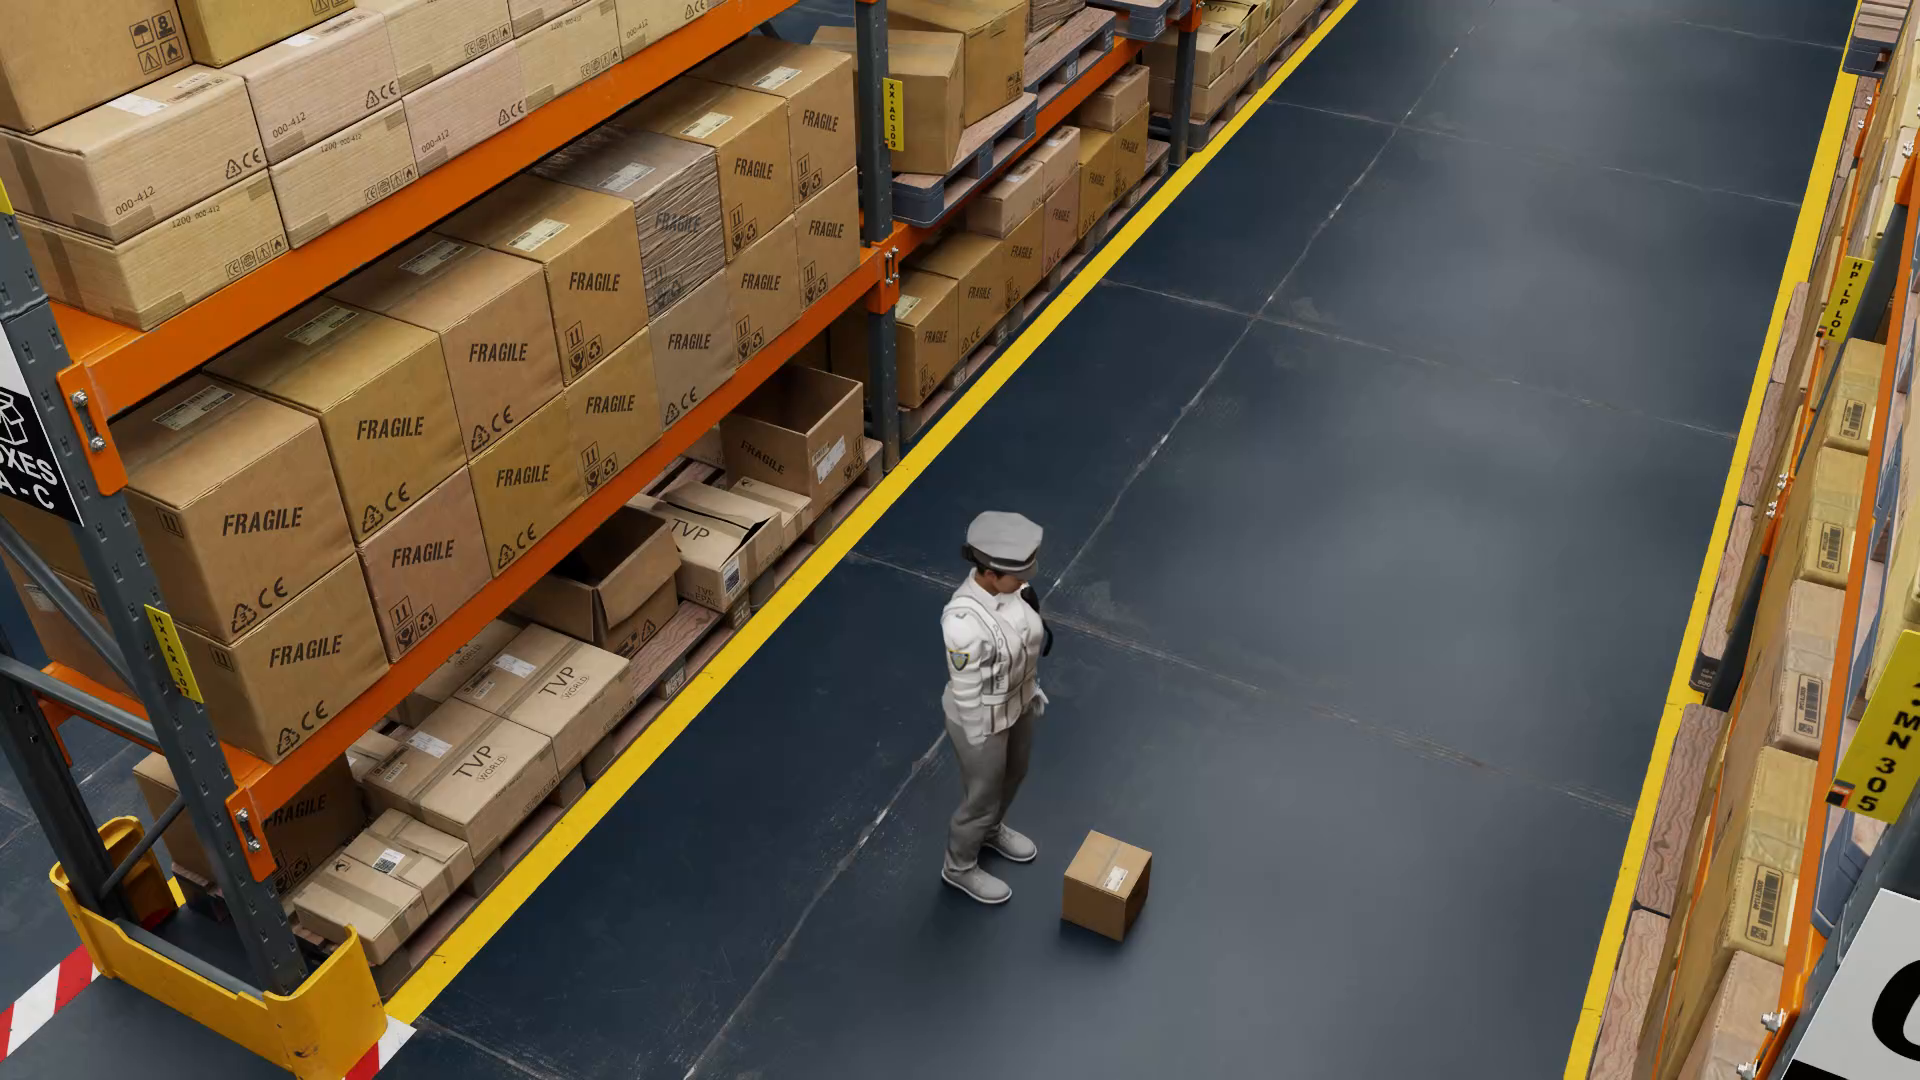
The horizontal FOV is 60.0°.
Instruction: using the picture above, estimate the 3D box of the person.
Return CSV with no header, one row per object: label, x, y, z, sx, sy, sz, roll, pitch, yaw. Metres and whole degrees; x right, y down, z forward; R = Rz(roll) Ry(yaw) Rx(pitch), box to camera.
person,0.127,0.605,5.987,0.327,1.662,0.473,19,42,22
